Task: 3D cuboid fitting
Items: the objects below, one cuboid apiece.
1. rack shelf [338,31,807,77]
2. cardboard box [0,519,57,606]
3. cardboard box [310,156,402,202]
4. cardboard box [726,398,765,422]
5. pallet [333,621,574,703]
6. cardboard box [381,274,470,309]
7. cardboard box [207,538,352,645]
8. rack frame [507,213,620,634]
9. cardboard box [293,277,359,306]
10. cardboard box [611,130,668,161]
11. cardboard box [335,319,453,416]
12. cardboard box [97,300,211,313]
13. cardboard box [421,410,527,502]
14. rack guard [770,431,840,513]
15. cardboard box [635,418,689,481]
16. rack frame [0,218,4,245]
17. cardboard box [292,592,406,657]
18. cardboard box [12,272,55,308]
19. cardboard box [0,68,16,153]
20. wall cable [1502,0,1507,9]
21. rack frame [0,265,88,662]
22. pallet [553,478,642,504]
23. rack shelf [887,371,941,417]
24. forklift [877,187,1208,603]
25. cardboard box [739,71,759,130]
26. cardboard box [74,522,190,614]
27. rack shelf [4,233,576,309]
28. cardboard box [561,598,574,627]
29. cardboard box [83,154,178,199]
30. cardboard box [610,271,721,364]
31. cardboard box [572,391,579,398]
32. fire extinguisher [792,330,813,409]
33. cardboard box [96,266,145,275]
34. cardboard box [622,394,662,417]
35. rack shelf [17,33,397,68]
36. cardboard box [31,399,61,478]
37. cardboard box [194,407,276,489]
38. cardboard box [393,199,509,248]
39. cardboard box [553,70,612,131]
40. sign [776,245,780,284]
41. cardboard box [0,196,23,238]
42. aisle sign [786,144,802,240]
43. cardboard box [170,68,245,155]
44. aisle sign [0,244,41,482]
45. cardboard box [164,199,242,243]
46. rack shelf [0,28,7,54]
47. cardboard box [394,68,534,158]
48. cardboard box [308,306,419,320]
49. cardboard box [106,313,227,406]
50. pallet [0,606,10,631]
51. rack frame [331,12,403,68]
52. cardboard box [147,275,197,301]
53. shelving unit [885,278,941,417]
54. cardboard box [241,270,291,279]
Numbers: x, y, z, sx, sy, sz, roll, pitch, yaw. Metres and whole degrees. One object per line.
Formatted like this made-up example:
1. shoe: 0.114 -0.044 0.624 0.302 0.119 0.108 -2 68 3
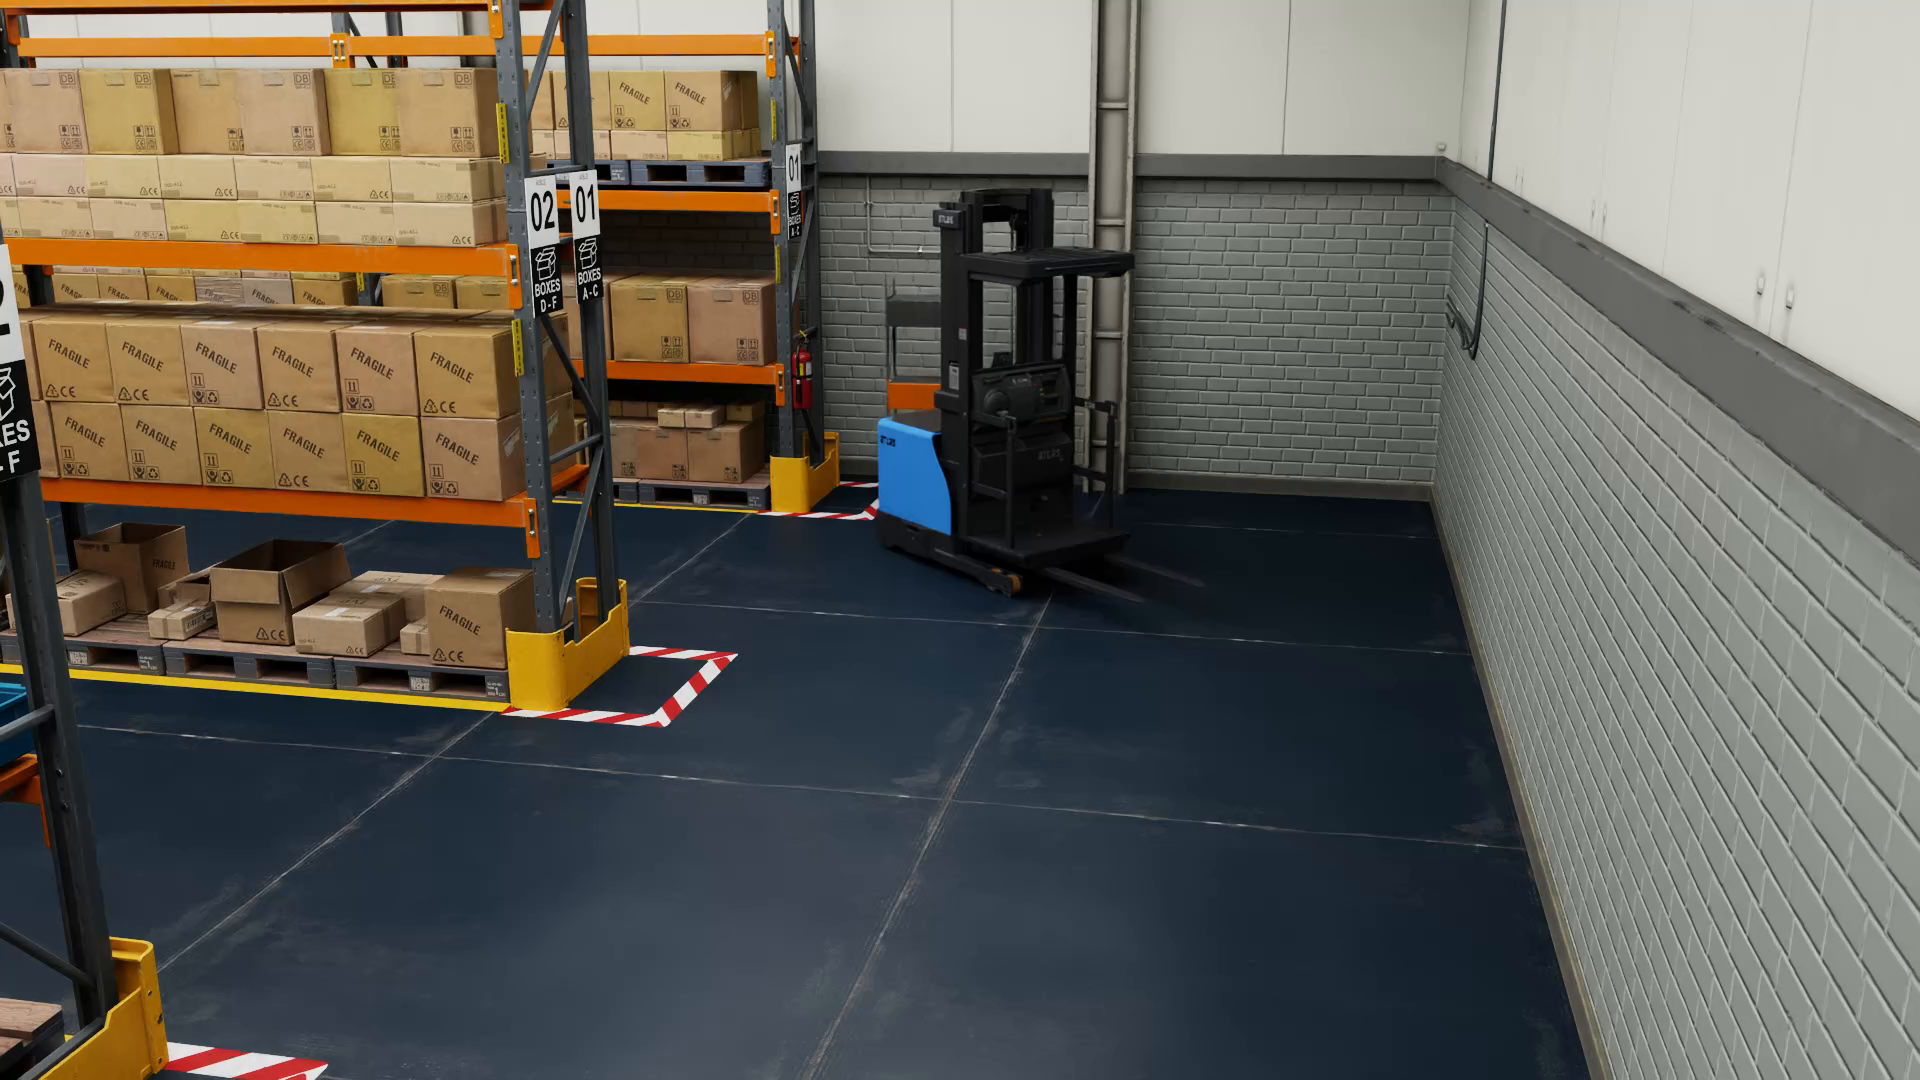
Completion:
1. rack shelf: -3.405 -4.301 14.759 4.000 0.370 1.077 3 16 11
2. cardboard box: -6.774 0.143 11.714 0.500 0.500 0.500 2 16 9
3. cardboard box: -3.473 -2.148 9.854 0.500 0.250 0.500 3 16 11
4. cardboard box: -1.989 -1.210 15.423 0.250 0.149 0.380 3 16 11
5. pallet: -3.284 0.751 10.887 1.213 0.211 1.003 3 16 11
6. cardboard box: -4.837 -2.167 15.635 0.700 0.700 0.980 3 16 12
7. cardboard box: -4.506 0.330 11.035 0.637 0.503 0.797 3 16 11
8. rack frame: -2.429 -0.547 10.348 0.127 3.000 1.000 3 16 11
9. cardboard box: -5.867 -2.216 15.590 0.500 0.500 0.500 3 16 10
10. cardboard box: -2.726 -3.464 14.566 0.500 0.250 0.500 3 16 9
11. cardboard box: -3.415 -1.055 10.123 0.500 0.500 0.500 4 16 13
12. cardboard box: -5.299 -1.304 11.021 0.500 0.500 0.500 3 16 10
13. cardboard box: -2.922 -0.548 10.164 0.500 0.500 0.500 4 16 13
14. rack guard: -1.422 -0.637 15.356 0.348 0.500 1.175 3 16 11
15. cardboard box: -2.641 -0.879 15.440 0.500 0.500 0.700 3 16 11
16. rack frame: -3.419 -2.143 4.870 0.127 3.000 1.000 3 16 11
17. cardboard box: -3.935 0.543 10.739 0.500 0.250 0.500 3 16 11
18. cardboard box: -8.860 -2.377 16.172 0.500 0.500 0.500 4 16 13
19. cardboard box: -5.864 -2.720 10.512 0.500 0.500 0.700 3 16 11
20. wall cable: 3.487 -4.570 9.988 0.112 2.526 3.097 3 16 11
21. rack frame: -6.348 -0.760 11.116 0.127 3.000 1.000 3 16 11
22. pallet: -3.436 -0.587 15.715 1.213 0.211 1.003 3 16 11
23. rack shelf: -0.349 -1.158 14.290 0.480 0.518 0.431 2 16 7
24. forklift: 0.605 -1.138 12.609 1.130 2.935 3.031 -12 19 -36
25. cardboard box: -2.112 -3.930 14.845 0.500 0.500 0.500 2 16 9
26. cardboard box: -5.733 0.189 11.550 0.500 0.500 0.500 3 16 11
27. rack shelf: -4.388 -1.752 10.428 4.000 0.370 1.077 3 16 11
28. cardboard box: -2.770 0.503 11.075 0.250 0.149 0.380 3 16 11
29. cardboard box: -4.943 -2.227 10.140 0.500 0.250 0.500 3 16 11
30. cardboard box: -2.662 -2.048 15.204 0.700 0.700 0.980 3 16 11
31. cardboard box: -3.733 -1.304 15.762 0.250 0.149 0.380 3 16 12
32. fire extinguisher: -1.389 -1.497 14.622 0.183 0.674 0.296 3 16 11
33. cardboard box: -7.874 -2.686 15.882 0.500 0.250 0.500 3 16 11
34. cardboard box: -2.980 -1.264 15.616 0.250 0.149 0.380 3 16 12
35. rack shelf: -7.325 -4.514 15.528 4.000 0.370 1.077 3 16 11
36. cardboard box: -5.903 -0.710 10.748 0.500 0.500 0.500 4 16 13
37. cardboard box: -4.412 -0.629 10.458 0.500 0.500 0.500 3 16 10
38. cardboard box: -2.985 -1.879 9.817 0.500 0.250 0.500 3 16 11
39. cardboard box: -3.218 -3.851 14.558 0.500 0.500 0.500 2 16 9
40. sign: -1.567 -2.374 14.331 0.005 0.325 0.100 3 16 11
41. cardboard box: -5.921 -2.043 10.409 0.500 0.250 0.500 3 16 11
42. aisle sign: -1.434 -3.014 14.383 0.004 0.787 0.394 3 16 11
43. cardboard box: -4.391 -2.644 10.239 0.500 0.500 0.700 3 16 11
44. aisle sign: -3.290 -0.578 5.590 0.004 0.787 0.394 3 16 11
45. cardboard box: -4.452 -1.962 10.119 0.500 0.250 0.500 3 16 11
46. rack shelf: -8.308 -3.218 10.849 4.000 0.370 1.077 3 16 11
47. cardboard box: -2.935 -2.546 9.884 0.500 0.500 0.700 3 16 11
48. cardboard box: -3.814 -1.223 10.729 0.500 0.500 0.500 3 16 12
49. cardboard box: -4.933 -1.136 10.415 0.500 0.500 0.500 3 16 9
50. pallet: -7.153 0.551 11.609 1.213 0.211 1.003 3 16 11
51. rack frame: -5.365 -4.947 14.994 0.127 3.000 1.000 3 16 11
52. cardboard box: -7.350 -2.294 15.874 0.500 0.500 0.500 4 16 13
53. shelving unit: -0.349 -1.171 14.286 0.503 2.100 0.431 2 16 7
54. cardboard box: -6.373 -2.606 15.595 0.500 0.250 0.500 3 16 12
